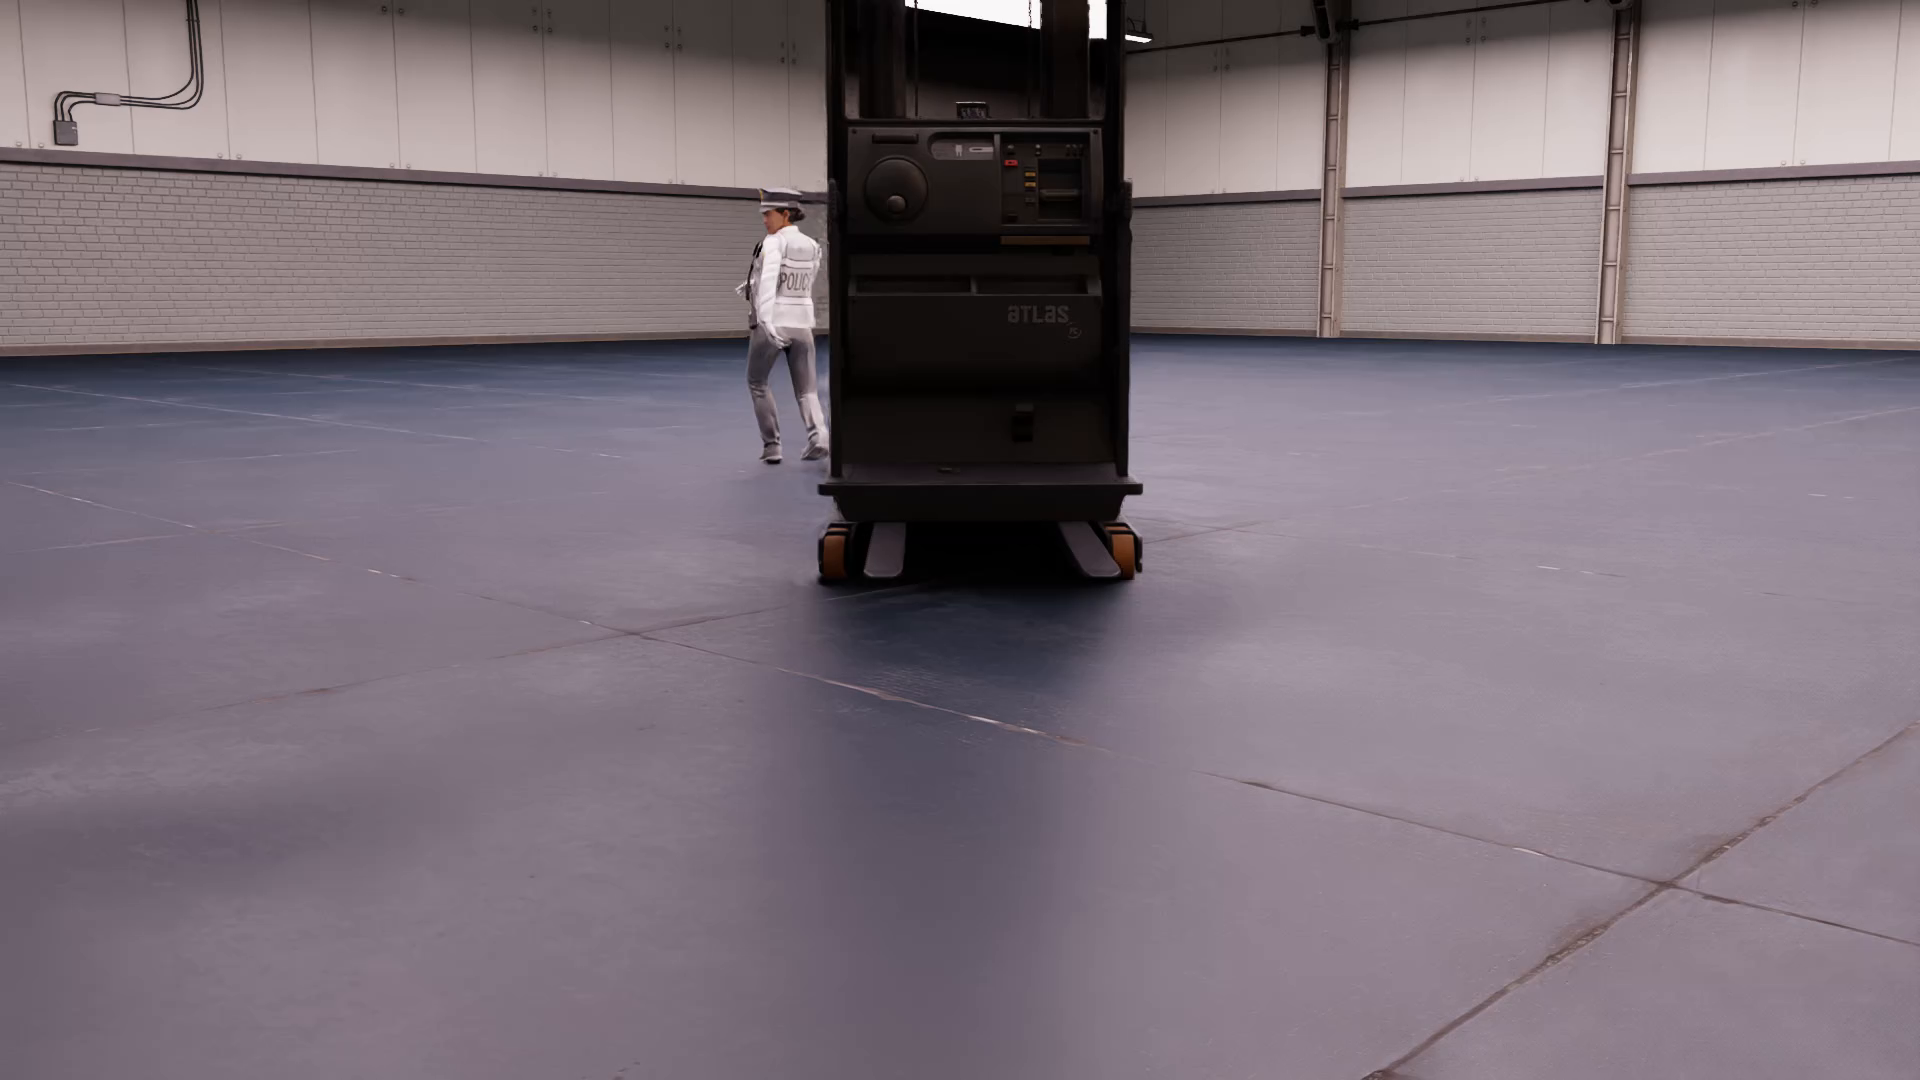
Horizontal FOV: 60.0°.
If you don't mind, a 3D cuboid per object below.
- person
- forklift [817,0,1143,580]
[{"bbox_3d":[-1.016,-1.196,9.458,0.531,1.586,0.810,-5,10,-30],"label":"person"},{"bbox_3d":[0.061,-1.353,5.856,1.130,2.935,3.031,0,9,-1],"label":"forklift"}]
